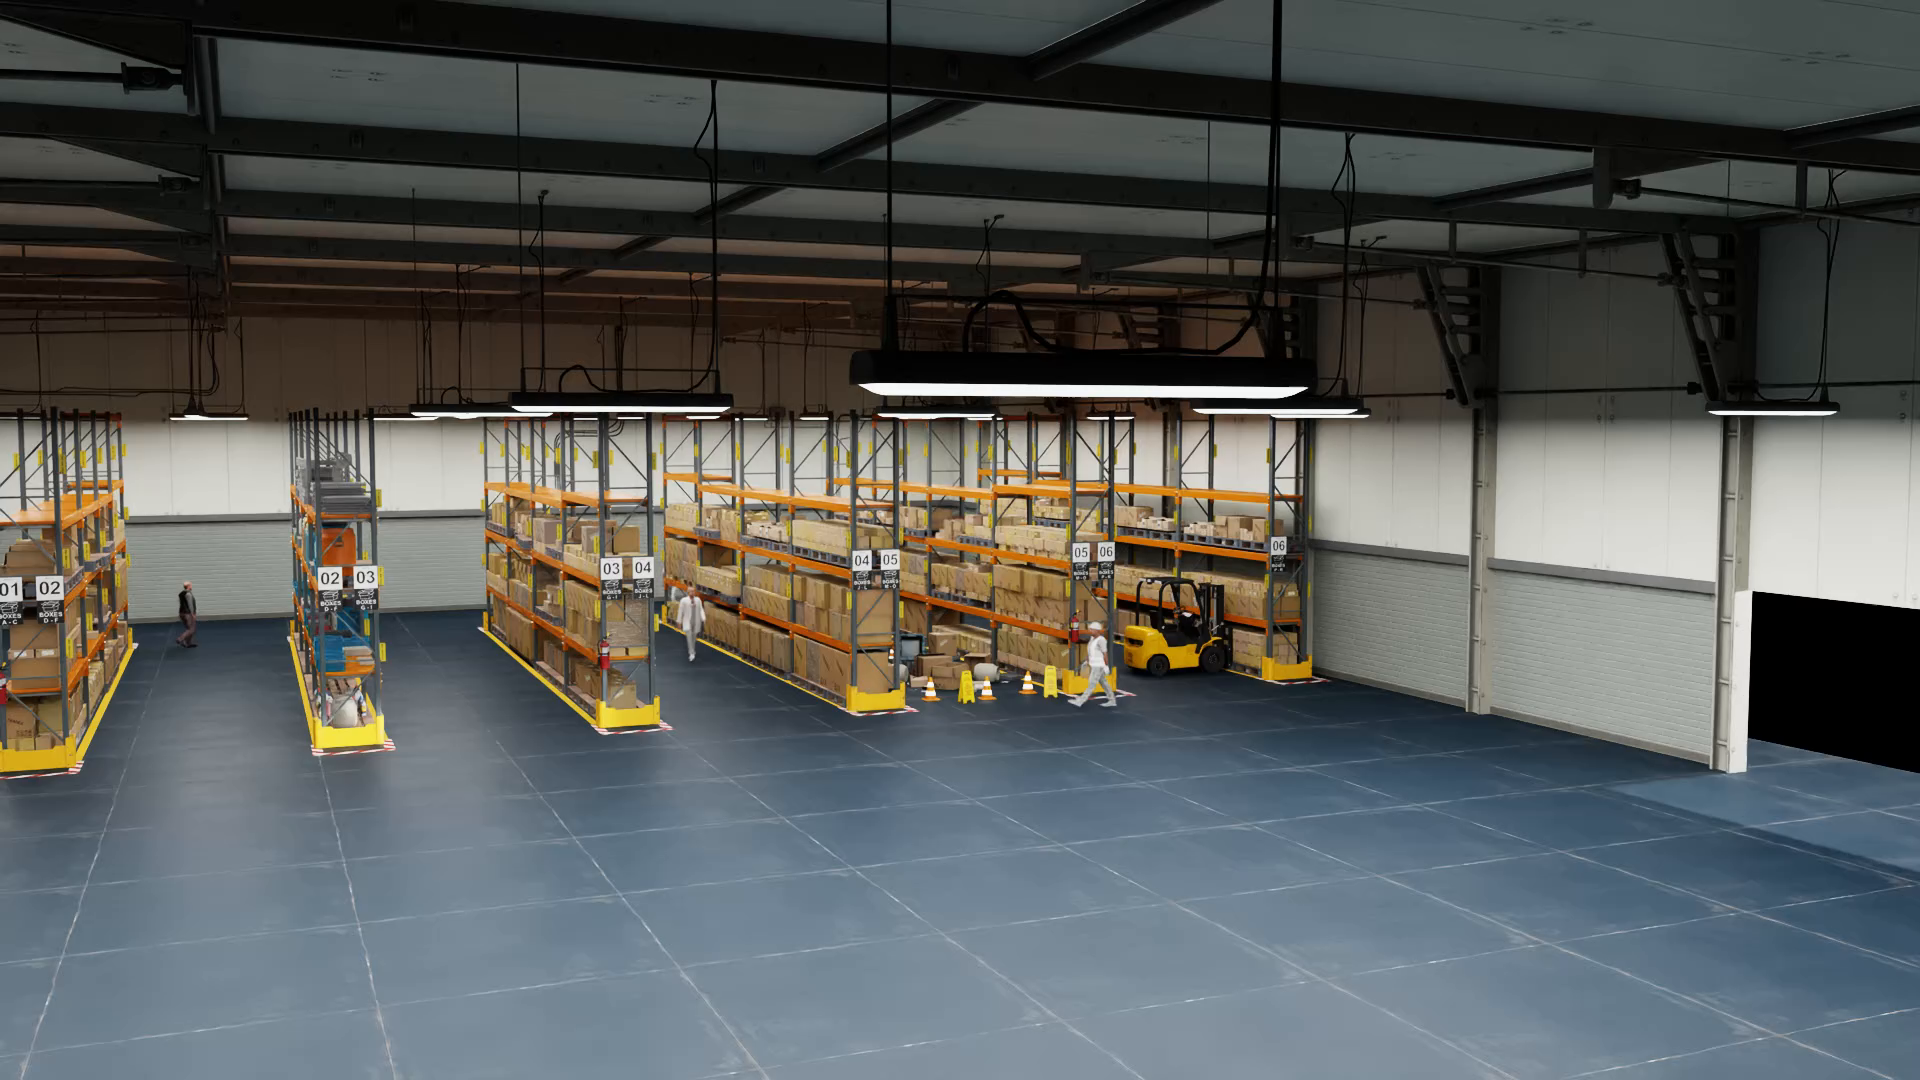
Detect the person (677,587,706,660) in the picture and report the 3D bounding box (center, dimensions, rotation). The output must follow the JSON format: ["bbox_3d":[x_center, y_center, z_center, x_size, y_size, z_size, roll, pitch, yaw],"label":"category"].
[{"bbox_3d":[-6.526,1.998,40.475,0.709,1.718,1.097,-2,4,-22],"label":"person"}]

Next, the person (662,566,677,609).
[{"bbox_3d":[-8.875,1.270,51.177,0.558,1.709,1.116,1,4,10],"label":"person"}]

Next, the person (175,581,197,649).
[{"bbox_3d":[-19.592,1.913,42.051,0.586,1.716,0.772,2,4,27],"label":"person"}]

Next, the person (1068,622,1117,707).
[{"bbox_3d":[2.638,2.502,33.317,1.062,1.718,0.561,-1,4,-8],"label":"person"}]
